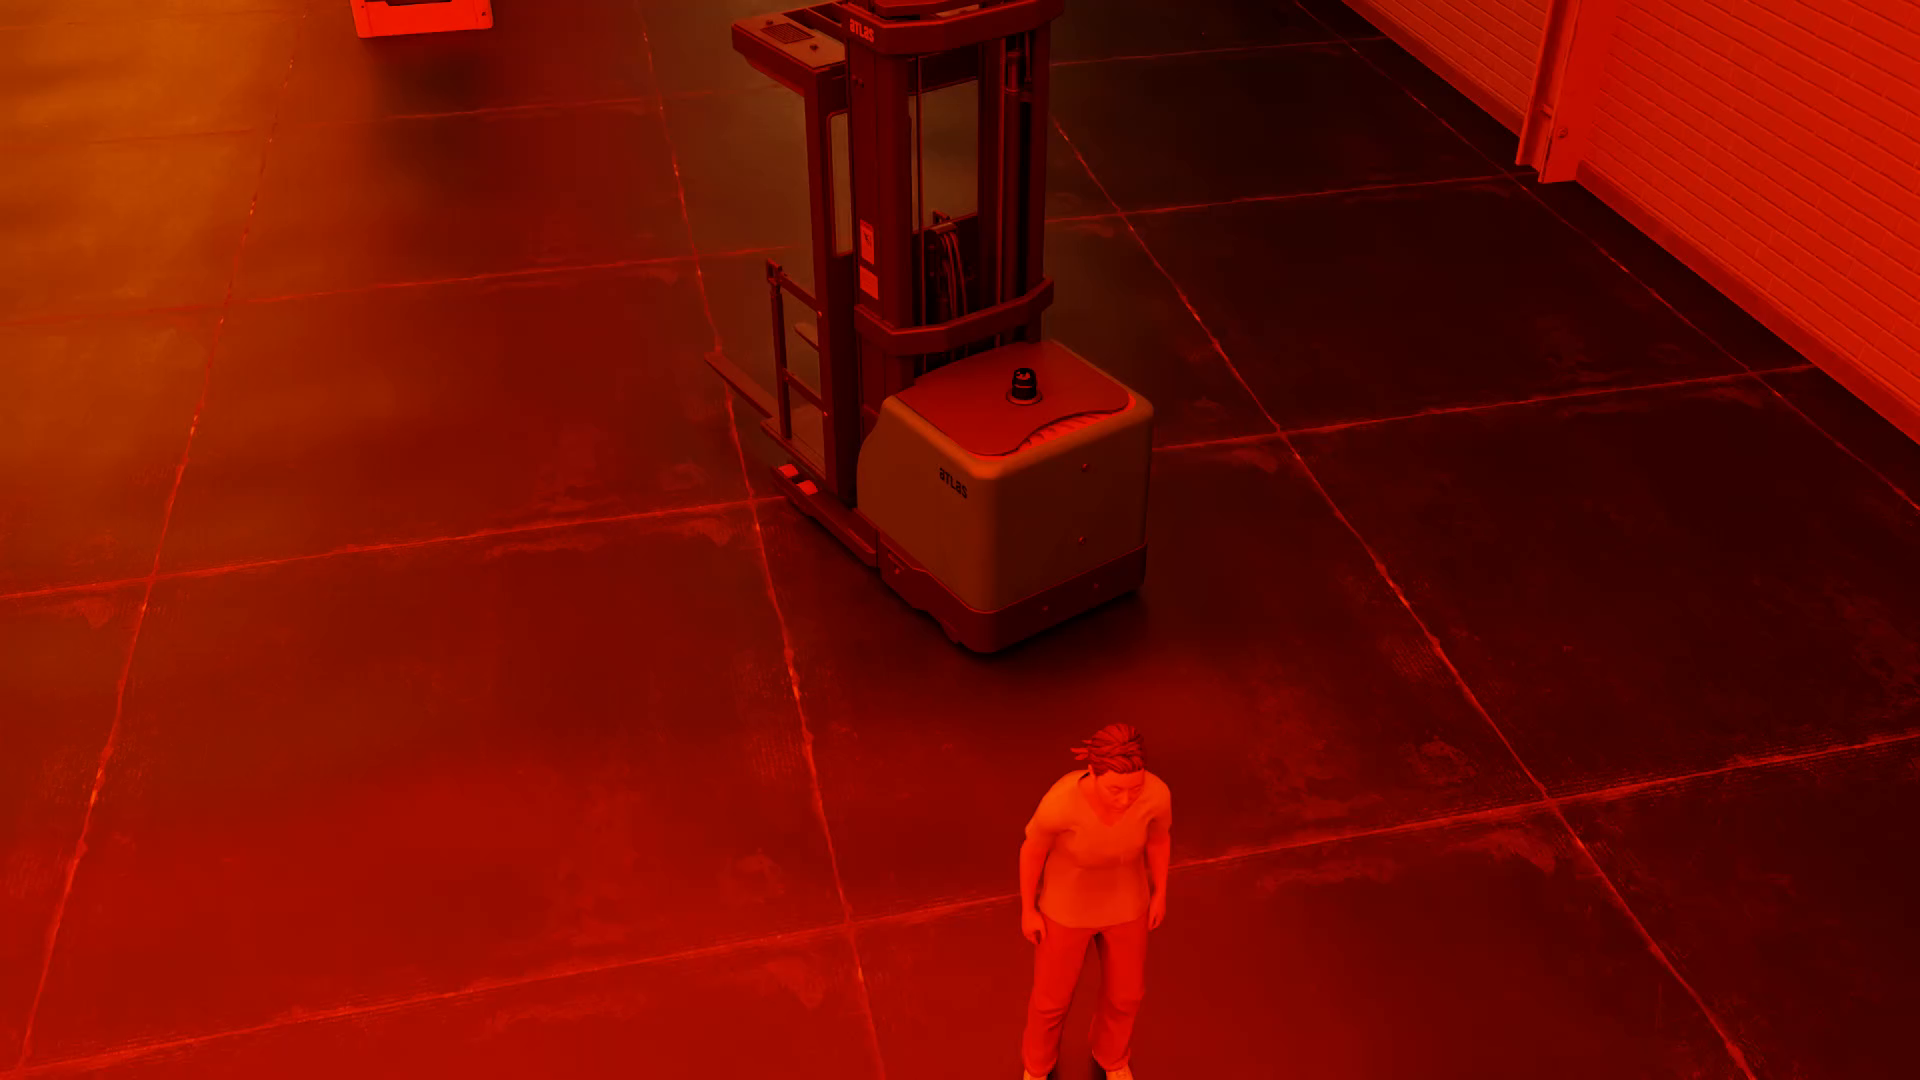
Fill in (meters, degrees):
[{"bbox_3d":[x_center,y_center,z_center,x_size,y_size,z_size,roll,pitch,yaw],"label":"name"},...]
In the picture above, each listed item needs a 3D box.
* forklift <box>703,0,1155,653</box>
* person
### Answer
[{"bbox_3d":[-0.350,-1.480,8.107,1.130,2.935,3.031,-22,41,-28],"label":"forklift"},{"bbox_3d":[0.443,1.221,5.433,0.506,1.671,0.365,-5,36,-7],"label":"person"}]
